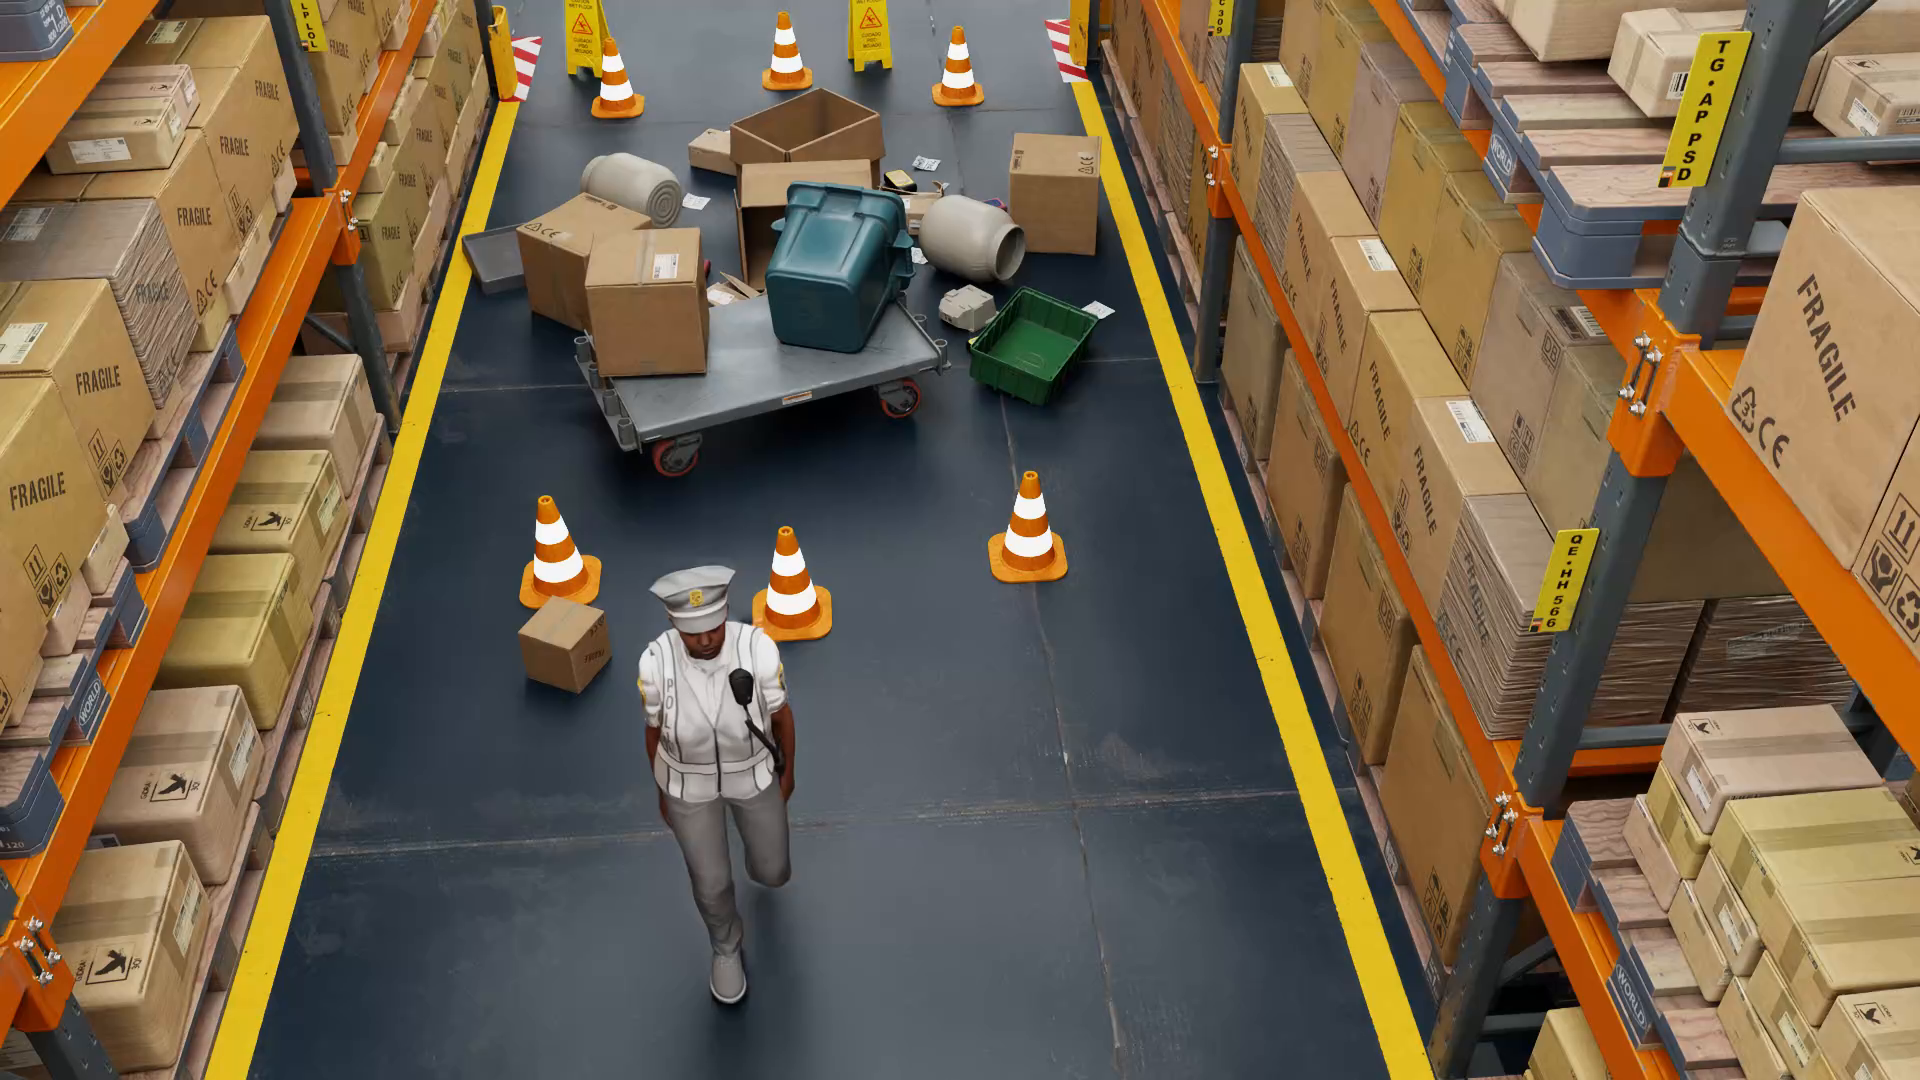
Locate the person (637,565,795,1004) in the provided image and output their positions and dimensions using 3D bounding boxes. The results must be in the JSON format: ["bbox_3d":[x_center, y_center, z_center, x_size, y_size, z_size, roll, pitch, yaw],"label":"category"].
[{"bbox_3d":[-0.742,0.709,5.238,0.454,1.671,0.606,-6,40,-8],"label":"person"}]
